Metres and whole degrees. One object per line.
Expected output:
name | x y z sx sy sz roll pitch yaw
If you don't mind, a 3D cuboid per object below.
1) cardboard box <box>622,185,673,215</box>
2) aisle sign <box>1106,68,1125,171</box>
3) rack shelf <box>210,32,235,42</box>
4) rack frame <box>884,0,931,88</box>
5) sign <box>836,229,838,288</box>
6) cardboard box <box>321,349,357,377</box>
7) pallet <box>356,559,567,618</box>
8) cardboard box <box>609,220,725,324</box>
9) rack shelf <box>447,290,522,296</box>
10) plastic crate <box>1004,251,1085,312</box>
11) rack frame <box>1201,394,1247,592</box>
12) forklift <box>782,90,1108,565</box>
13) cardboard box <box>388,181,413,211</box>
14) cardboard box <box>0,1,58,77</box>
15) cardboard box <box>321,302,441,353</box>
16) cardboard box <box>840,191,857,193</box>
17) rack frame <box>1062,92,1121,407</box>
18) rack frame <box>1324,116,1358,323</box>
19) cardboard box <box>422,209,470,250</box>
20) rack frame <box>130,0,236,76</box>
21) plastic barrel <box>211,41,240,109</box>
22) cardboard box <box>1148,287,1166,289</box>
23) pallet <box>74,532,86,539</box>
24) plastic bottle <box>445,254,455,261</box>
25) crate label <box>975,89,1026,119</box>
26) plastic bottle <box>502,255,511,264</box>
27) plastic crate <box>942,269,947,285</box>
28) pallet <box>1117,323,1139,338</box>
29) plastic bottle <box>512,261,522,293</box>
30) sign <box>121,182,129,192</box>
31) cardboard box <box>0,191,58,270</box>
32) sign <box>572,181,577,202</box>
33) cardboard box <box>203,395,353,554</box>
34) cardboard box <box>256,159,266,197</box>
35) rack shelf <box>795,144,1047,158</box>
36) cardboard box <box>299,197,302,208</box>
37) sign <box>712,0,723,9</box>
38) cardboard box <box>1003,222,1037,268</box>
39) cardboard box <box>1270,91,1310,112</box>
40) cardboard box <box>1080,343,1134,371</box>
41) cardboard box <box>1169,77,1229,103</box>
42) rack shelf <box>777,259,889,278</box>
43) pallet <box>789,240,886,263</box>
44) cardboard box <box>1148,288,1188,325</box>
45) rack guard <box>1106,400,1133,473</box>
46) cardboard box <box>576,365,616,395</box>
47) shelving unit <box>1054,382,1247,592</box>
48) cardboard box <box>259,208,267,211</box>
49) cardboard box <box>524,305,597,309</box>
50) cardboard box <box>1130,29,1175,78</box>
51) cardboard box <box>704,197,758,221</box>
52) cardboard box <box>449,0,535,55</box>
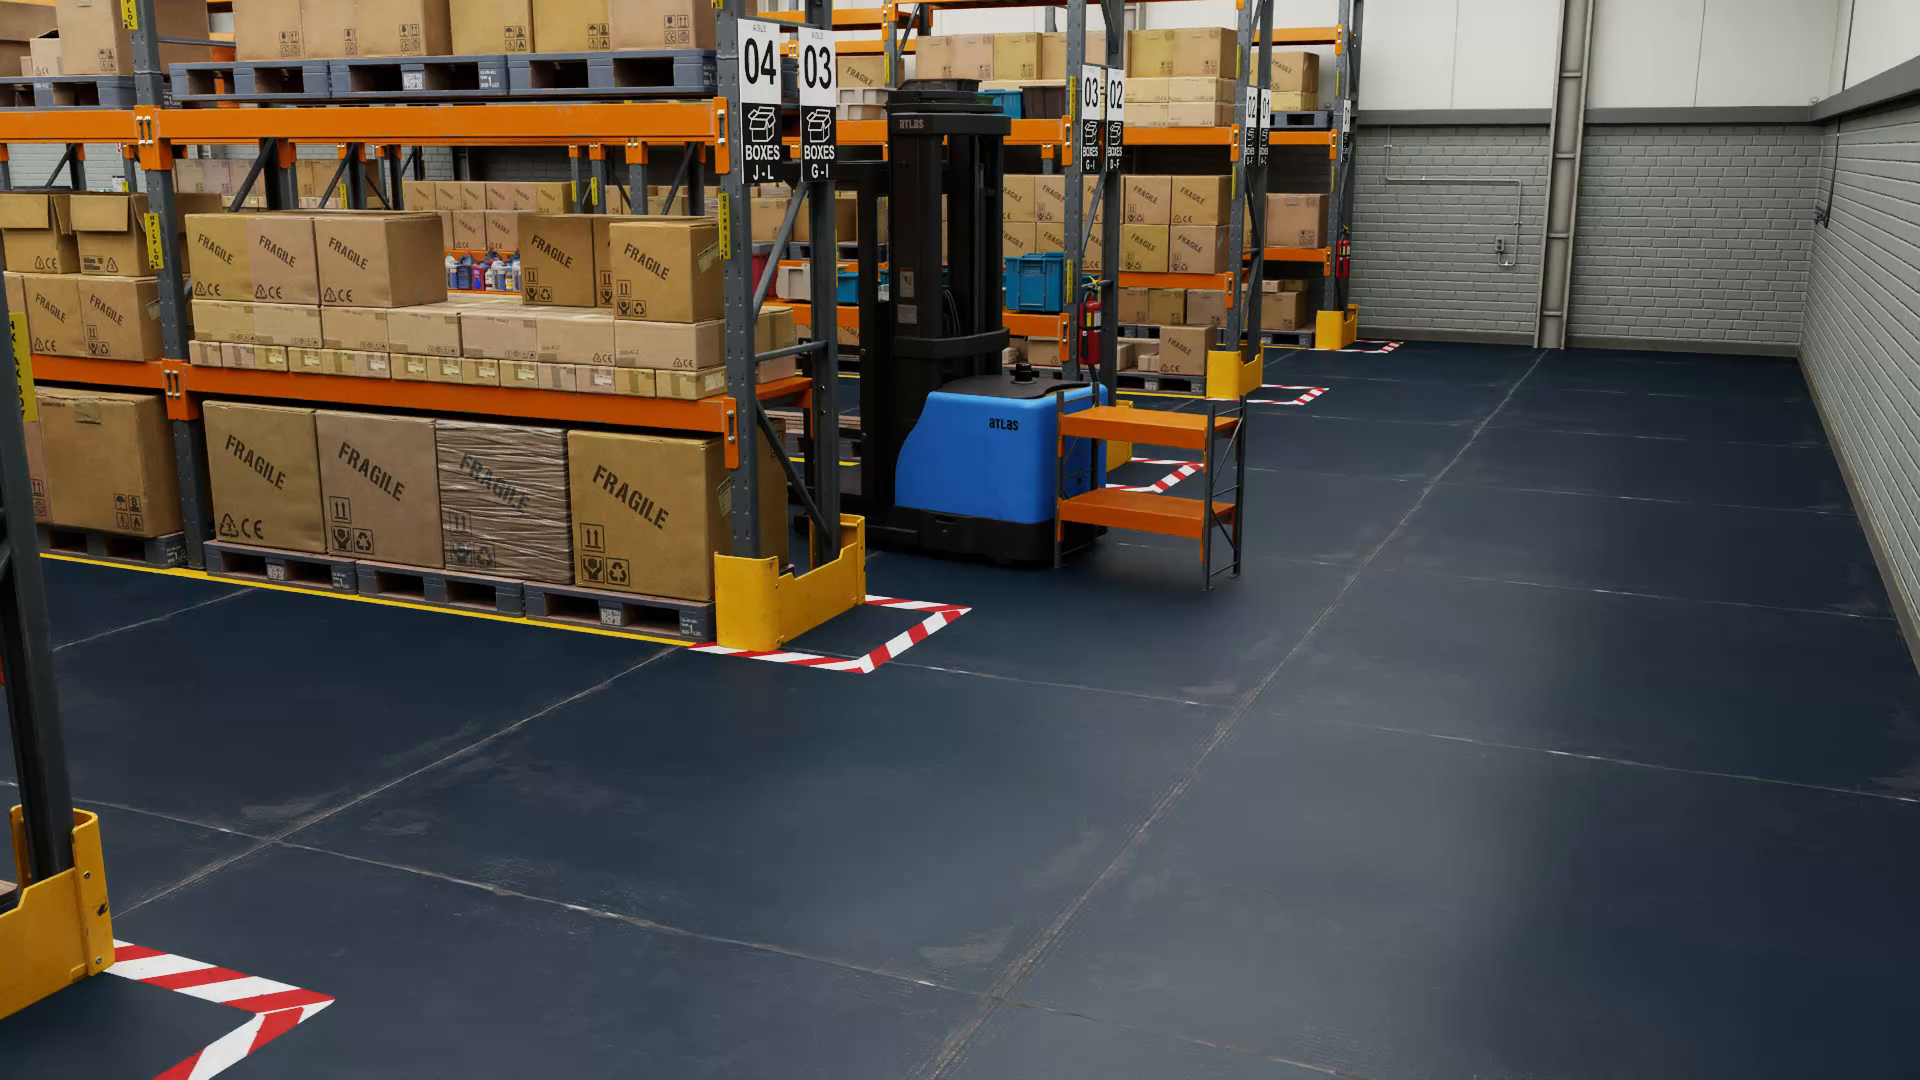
cardboard box | -4.940 -5.375 26.413 0.500 0.500 0.700 7 15 29
aisle sign | 1.246 -3.361 13.321 0.004 0.787 0.394 6 14 23
rack shelf | -9.731 -6.745 22.753 4.000 0.370 1.077 6 14 23
rack frame | -0.588 -6.365 18.682 0.127 3.000 1.000 6 14 23
sign | -0.716 -1.581 9.357 0.005 0.325 0.100 6 14 23
cardboard box | -3.512 -1.060 9.757 0.250 0.149 0.380 6 14 22
pallet | -2.821 0.181 10.020 1.213 0.211 1.003 6 14 23
cardboard box | -1.498 -1.432 8.829 0.500 0.500 0.500 6 14 24
rack shelf | -4.426 -2.245 15.830 4.000 0.370 1.077 6 14 23
plastic crate | 0.678 -2.078 13.337 0.499 0.435 0.616 6 14 23
rack frame | 1.594 -0.288 10.019 0.032 1.125 0.500 8 16 32
forklift | -0.526 -1.505 11.253 3.031 2.935 1.130 8 16 32
cardboard box | -9.242 -5.785 27.983 0.500 0.500 0.500 6 14 23
cardboard box | -6.385 -3.276 10.939 0.637 0.503 0.797 6 14 22
cardboard box | -3.352 -1.255 9.716 0.500 0.250 0.500 6 15 25
cardboard box | -1.440 -5.272 24.602 0.500 0.250 0.500 6 14 22
rack frame | 1.060 -2.040 13.382 0.127 3.000 1.000 6 14 23
rack frame | 5.072 -4.109 22.201 0.127 3.000 1.000 6 14 23
cardboard box | -6.725 -4.110 21.985 0.500 0.500 0.500 7 15 27
rack frame | -4.604 -4.296 9.865 0.127 3.000 1.000 6 14 23
plastic barrel | -7.516 -4.631 16.920 0.708 0.830 0.600 6 14 23
cardboard box | 2.774 -3.574 23.052 0.250 0.149 0.380 5 14 22
pallet | -6.459 -0.186 11.586 1.213 0.211 1.003 6 14 23
plastic bottle | -5.047 -2.697 16.465 0.097 0.271 0.097 0 13 0
crate label | 0.347 -3.581 13.708 0.502 0.251 0.408 6 14 23
plastic bottle | -4.401 -2.627 16.140 0.133 0.283 0.061 6 14 23
plastic crate | -0.237 -2.201 14.304 0.300 0.233 0.416 6 14 23
pallet | 2.079 -3.035 23.727 1.213 0.211 1.003 6 14 23
plastic bottle | -4.007 -2.412 15.237 0.135 0.276 0.152 6 14 23
sign | -11.790 -4.899 23.499 0.005 0.325 0.100 6 14 23
cardboard box | -6.388 -2.090 11.181 0.637 0.503 0.797 6 15 25
sign | -6.112 -5.527 26.348 0.005 0.325 0.100 6 14 23
cardboard box | -4.033 -0.468 10.414 0.875 0.875 0.875 6 14 23
cardboard box | -9.231 -4.998 22.928 0.500 0.500 0.700 6 14 23
rack shelf | -0.413 -5.774 24.306 4.000 0.370 1.077 6 14 23
cardboard box | -8.944 -4.601 22.656 0.250 0.149 0.380 6 14 23
sign | -1.179 -2.746 8.061 0.005 0.325 0.100 6 14 23
cardboard box | 0.694 -3.295 18.514 0.500 0.500 0.500 6 14 23
cardboard box | 4.295 -5.762 21.868 0.500 0.250 0.500 6 15 25
cardboard box | 1.616 -2.043 18.450 0.500 0.250 0.500 6 14 23
cardboard box | 2.496 -4.699 17.383 0.500 0.250 0.500 6 14 23
rack shelf | -2.416 -3.279 20.238 4.000 0.370 1.077 6 14 23
pallet | -1.274 -3.448 19.801 1.213 0.211 1.003 6 14 23
cardboard box | 2.984 -3.281 23.224 0.500 0.500 0.700 6 15 25
rack guard | 1.087 -0.823 13.670 0.348 0.500 1.175 6 14 23
cardboard box | -1.874 -0.895 9.051 0.250 0.149 0.380 6 14 23
shelving unit | 1.168 -0.351 10.289 1.048 1.125 0.538 8 16 32
cardboard box | -9.253 -4.368 23.083 0.500 0.500 0.700 6 14 24
cardboard box | -2.212 -1.272 9.787 0.500 0.250 0.500 5 14 21
cardboard box | 2.170 -5.178 17.782 0.500 0.500 0.700 6 14 23
cardboard box | -2.865 -3.908 20.206 0.500 0.500 0.700 9 16 34
cardboard box | -2.402 -2.919 9.207 0.500 0.500 0.700 5 14 19
